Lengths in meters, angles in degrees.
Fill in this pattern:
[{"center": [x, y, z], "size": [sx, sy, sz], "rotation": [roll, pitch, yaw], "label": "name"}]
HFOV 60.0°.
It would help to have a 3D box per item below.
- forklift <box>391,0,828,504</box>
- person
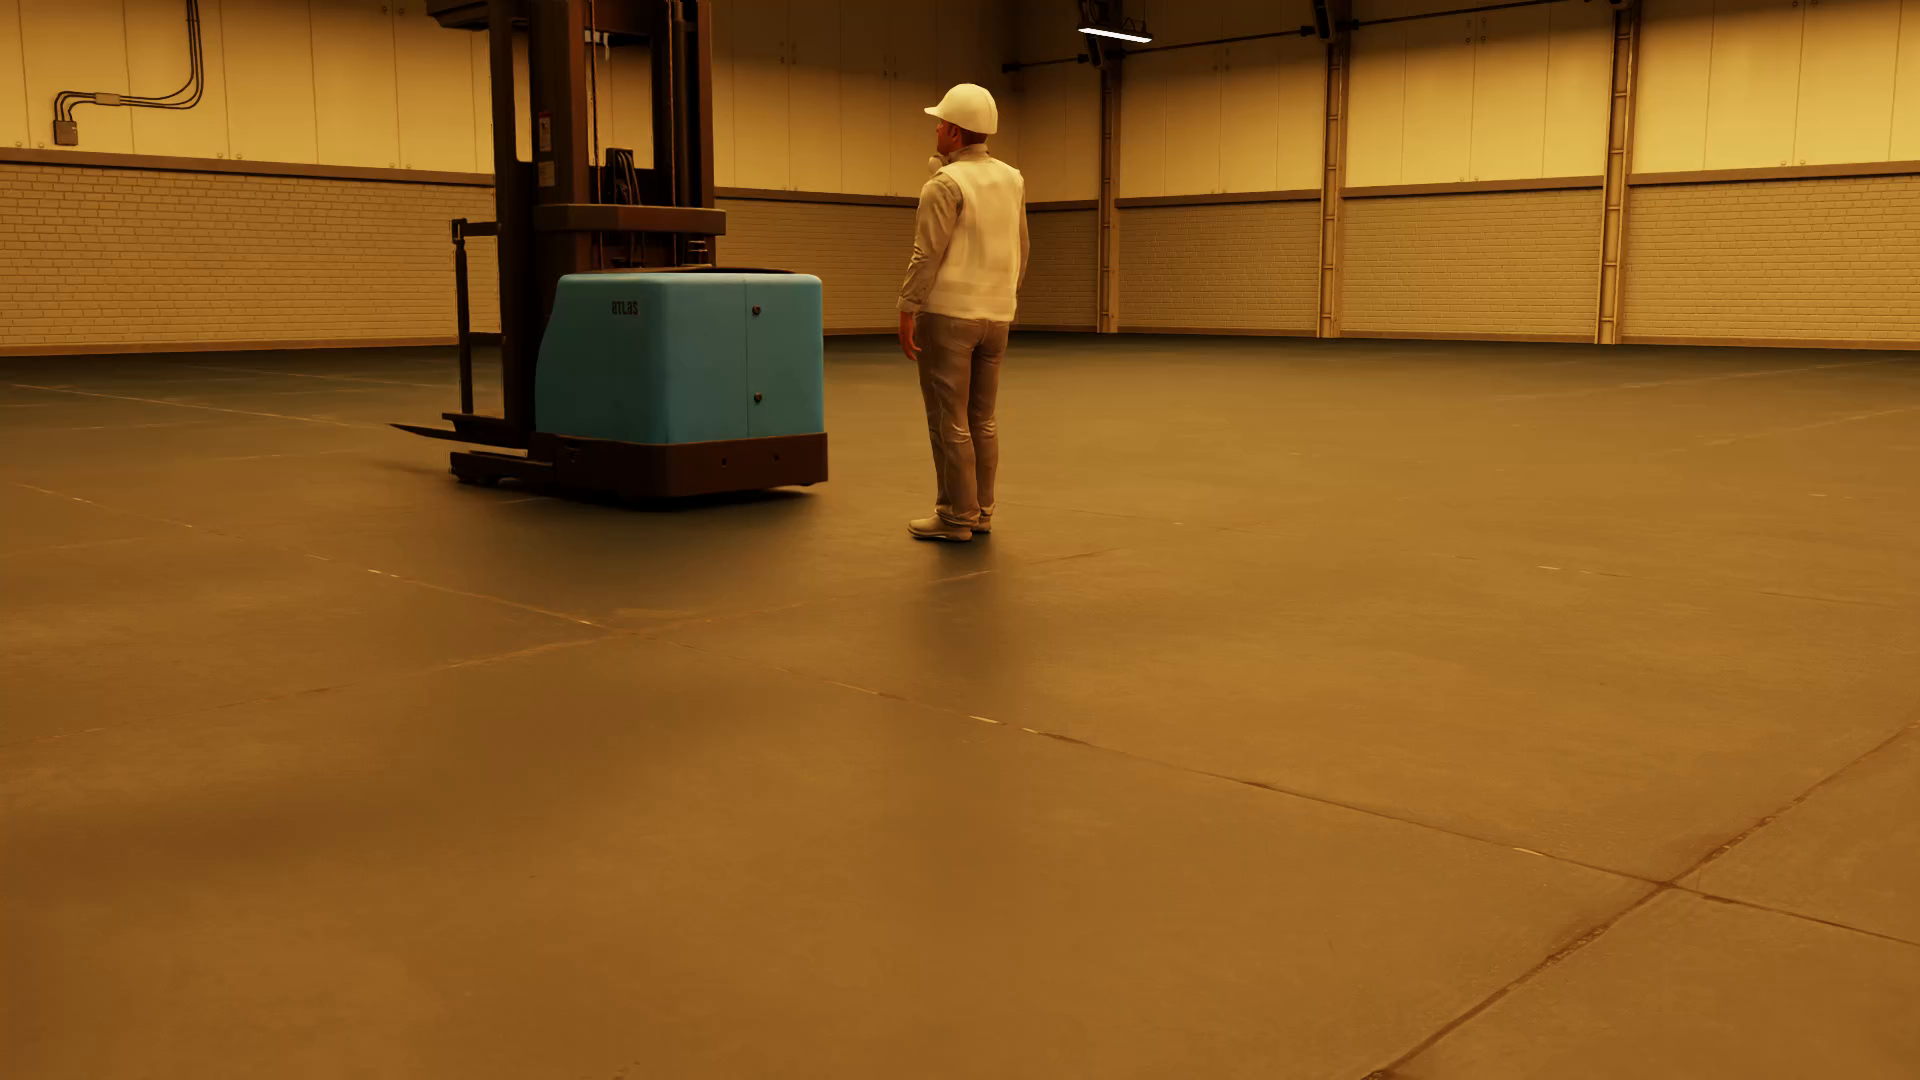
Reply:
[{"center": [-2.034, -1.778, 8.682], "size": [1.130, 2.935, 3.031], "rotation": [-8, 12, -43], "label": "forklift"}, {"center": [-0.040, -0.891, 6.633], "size": [0.566, 1.775, 0.633], "rotation": [8, 12, 43], "label": "person"}]
